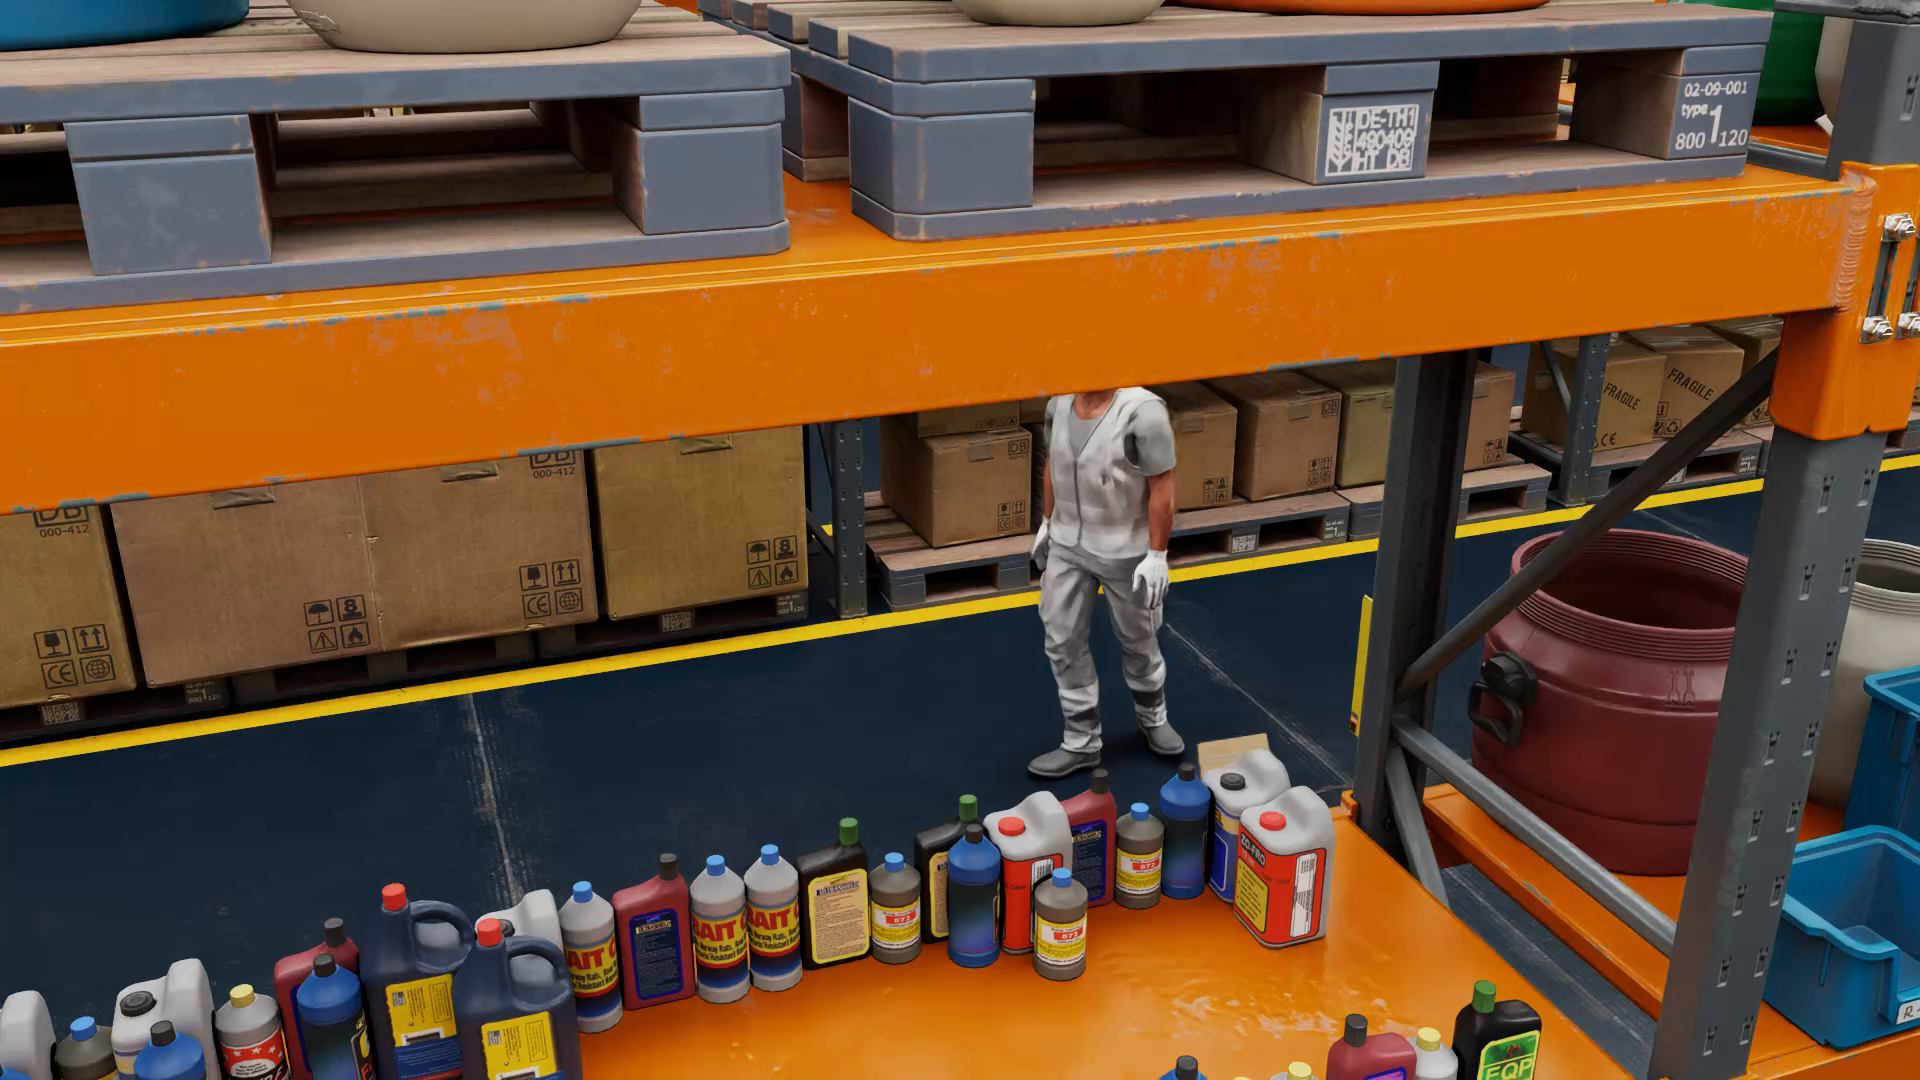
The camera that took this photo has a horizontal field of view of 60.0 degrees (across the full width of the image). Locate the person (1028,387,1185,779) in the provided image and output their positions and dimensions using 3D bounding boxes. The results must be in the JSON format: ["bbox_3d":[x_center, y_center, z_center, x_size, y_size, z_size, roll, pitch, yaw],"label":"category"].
[{"bbox_3d":[0.536,0.010,6.046,0.628,1.779,0.605,17,28,35],"label":"person"}]
